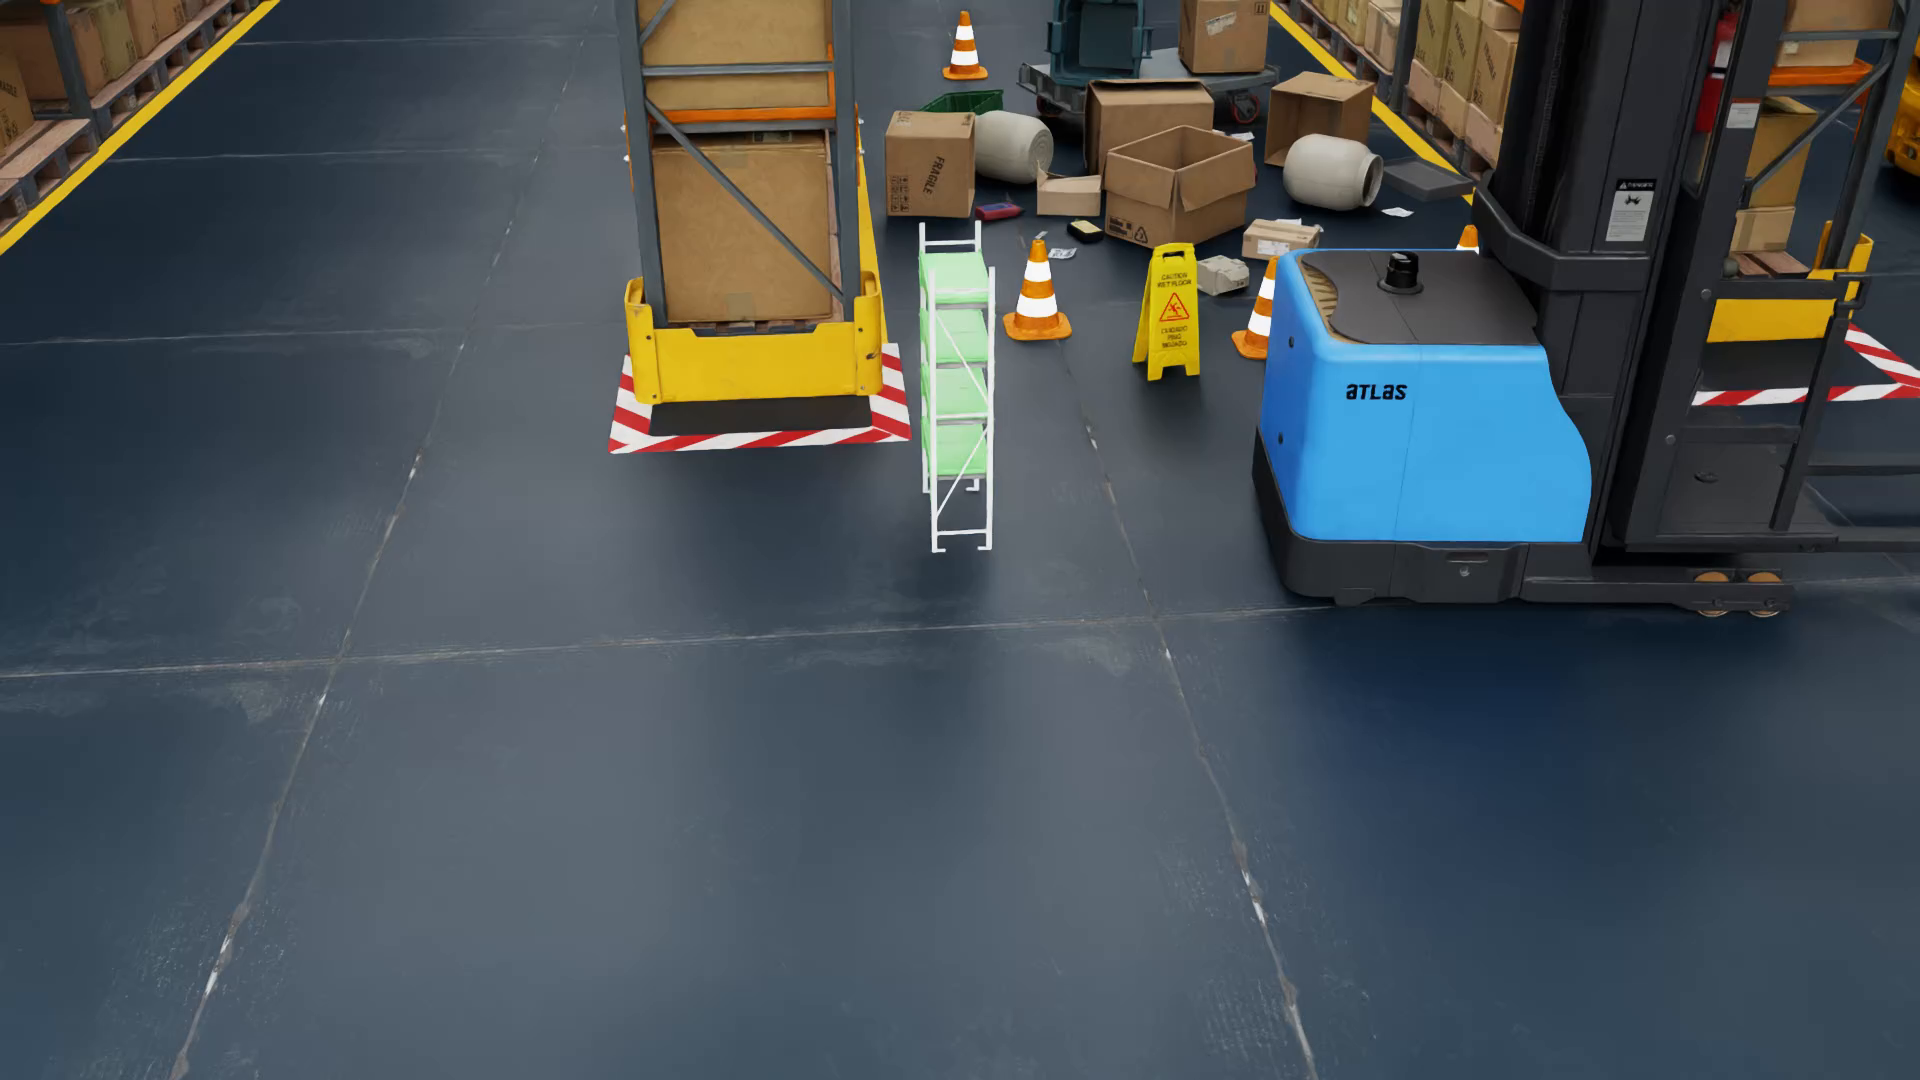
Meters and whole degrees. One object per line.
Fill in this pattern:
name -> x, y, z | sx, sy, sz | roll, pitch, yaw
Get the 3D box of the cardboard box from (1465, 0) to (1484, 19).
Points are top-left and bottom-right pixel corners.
cardboard box -> 3.368, -3.339, 10.323 | 0.380, 0.149, 0.250 | -2, 31, -3

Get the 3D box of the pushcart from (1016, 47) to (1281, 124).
pushcart -> 1.314, -3.121, 11.608 | 1.648, 0.377, 0.936 | -14, 33, -22

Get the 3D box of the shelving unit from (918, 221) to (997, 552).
shelving unit -> -0.015, -0.600, 6.584 | 0.258, 1.200, 0.503 | -3, 31, -5

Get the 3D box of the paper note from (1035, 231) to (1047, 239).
paper note -> 0.475, -1.785, 9.729 | 0.032, 0.001, 0.123 | 13, 33, 21

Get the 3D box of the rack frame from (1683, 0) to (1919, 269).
rack frame -> 3.953, -2.340, 7.742 | 1.000, 3.000, 0.127 | -3, 31, -5

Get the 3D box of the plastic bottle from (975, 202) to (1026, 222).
plastic bottle -> 0.246, -1.981, 10.006 | 0.283, 0.061, 0.133 | -14, 33, -22

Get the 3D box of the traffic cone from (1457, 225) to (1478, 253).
traffic cone -> 2.629, -1.408, 8.657 | 0.336, 0.463, 0.334 | -3, 31, -5

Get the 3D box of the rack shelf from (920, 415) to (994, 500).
rack shelf -> -0.015, -0.339, 6.740 | 0.258, 0.148, 0.480 | -3, 31, -5

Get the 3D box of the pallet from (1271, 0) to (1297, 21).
pallet -> 3.277, -4.828, 14.627 | 1.003, 0.211, 1.213 | -3, 31, -5

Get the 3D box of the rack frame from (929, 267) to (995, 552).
rack frame -> 0.007, -0.475, 6.375 | 0.240, 1.200, 0.015 | -3, 31, -5

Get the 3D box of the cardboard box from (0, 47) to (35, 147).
cardboard box -> -6.289, -2.808, 10.554 | 0.500, 0.500, 0.500 | -4, 31, -6

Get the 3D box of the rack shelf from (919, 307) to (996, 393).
rack shelf -> -0.015, -0.751, 6.494 | 0.258, 0.148, 0.480 | -3, 31, -5

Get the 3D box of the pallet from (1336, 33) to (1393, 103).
pallet -> 3.505, -3.582, 12.541 | 1.003, 0.211, 1.213 | -3, 31, -5

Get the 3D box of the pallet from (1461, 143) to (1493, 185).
pallet -> 3.795, -2.219, 10.260 | 1.003, 0.211, 1.213 | -3, 31, -5

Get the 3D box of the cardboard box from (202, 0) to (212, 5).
cardboard box -> -6.578, -4.724, 13.742 | 0.700, 0.500, 0.500 | -4, 31, -7

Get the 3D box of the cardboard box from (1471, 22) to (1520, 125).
cardboard box -> 3.474, -2.852, 10.140 | 0.500, 0.500, 0.500 | -1, 31, -2

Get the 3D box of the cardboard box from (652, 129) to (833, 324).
cardboard box -> -1.095, -1.662, 8.270 | 0.875, 0.875, 0.875 | -3, 31, -4

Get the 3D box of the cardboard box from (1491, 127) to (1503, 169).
cardboard box -> 3.515, -2.271, 9.899 | 0.500, 0.250, 0.500 | -4, 31, -6

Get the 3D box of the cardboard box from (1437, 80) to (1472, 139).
cardboard box -> 3.427, -2.796, 10.777 | 0.500, 0.250, 0.500 | -1, 31, -2

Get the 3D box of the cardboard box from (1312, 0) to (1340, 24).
cardboard box -> 3.391, -4.424, 13.384 | 0.950, 0.372, 0.625 | -2, 31, -3

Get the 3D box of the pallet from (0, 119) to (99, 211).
pallet -> -6.189, -2.369, 10.510 | 1.003, 0.211, 1.213 | -3, 31, -5

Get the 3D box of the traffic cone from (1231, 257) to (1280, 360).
traffic cone -> 1.555, -1.182, 8.277 | 0.336, 0.463, 0.334 | -3, 31, -5

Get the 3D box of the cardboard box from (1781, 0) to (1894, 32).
cardboard box -> 4.185, -2.765, 8.067 | 0.500, 0.500, 0.500 | -3, 31, -5

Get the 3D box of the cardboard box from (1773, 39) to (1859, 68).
cardboard box -> 4.128, -2.415, 8.113 | 0.380, 0.149, 0.250 | -3, 31, -4

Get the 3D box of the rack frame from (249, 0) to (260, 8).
rack frame -> -6.661, -5.949, 13.785 | 1.000, 3.000, 0.127 | -3, 31, -5

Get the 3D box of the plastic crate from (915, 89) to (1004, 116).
plastic crate -> -0.019, -2.885, 11.340 | 0.450, 0.188, 0.662 | 4, 30, 26

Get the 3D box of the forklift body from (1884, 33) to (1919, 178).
forklift body -> 6.901, -3.096, 9.835 | 2.313, 2.155, 1.214 | -3, 31, -5

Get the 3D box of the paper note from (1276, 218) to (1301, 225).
paper note -> 1.953, -1.888, 9.893 | 0.148, 0.019, 0.142 | 8, 32, 13

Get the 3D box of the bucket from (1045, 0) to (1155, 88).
bucket -> 0.969, -3.381, 11.196 | 0.726, 0.611, 0.620 | 8, 22, 13

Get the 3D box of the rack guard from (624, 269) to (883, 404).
rack guard -> -0.963, -0.966, 7.879 | 1.175, 0.500, 0.348 | -3, 31, -5

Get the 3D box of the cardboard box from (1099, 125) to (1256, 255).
cardboard box -> 1.269, -2.043, 9.680 | 0.637, 0.503, 0.797 | 27, 40, 37

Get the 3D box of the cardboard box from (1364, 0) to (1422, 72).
cardboard box -> 3.528, -3.702, 12.175 | 0.950, 0.372, 0.625 | -2, 31, -4

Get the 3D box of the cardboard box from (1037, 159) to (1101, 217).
cardboard box -> 0.655, -2.130, 10.057 | 0.396, 0.266, 0.258 | 2, 31, 4

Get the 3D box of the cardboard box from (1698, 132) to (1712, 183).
cardboard box -> 3.619, -2.058, 8.811 | 0.500, 0.500, 0.500 | -3, 31, -4

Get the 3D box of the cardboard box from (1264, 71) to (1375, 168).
cardboard box -> 2.325, -2.698, 10.776 | 0.500, 0.500, 0.500 | 20, 36, 29

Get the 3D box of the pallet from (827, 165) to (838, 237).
pallet -> -1.229, -1.880, 9.691 | 1.003, 0.211, 1.213 | -3, 31, -5

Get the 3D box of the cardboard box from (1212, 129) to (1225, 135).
cardboard box -> 1.519, -2.689, 10.994 | 0.396, 0.266, 0.258 | 27, 40, 37

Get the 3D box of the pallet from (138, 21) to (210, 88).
pallet -> -6.478, -3.732, 12.792 | 1.003, 0.211, 1.213 | -3, 31, -5

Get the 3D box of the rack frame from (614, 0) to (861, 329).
rack frame -> -0.966, -2.051, 7.259 | 1.000, 3.000, 0.127 | -3, 31, -5

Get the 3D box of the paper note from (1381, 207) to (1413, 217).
paper note -> 2.645, -1.986, 10.045 | 0.142, 0.019, 0.148 | -14, 33, -22

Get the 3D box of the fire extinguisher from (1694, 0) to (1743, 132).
fire extinguisher -> 3.505, -2.226, 7.627 | 0.296, 0.674, 0.183 | -3, 31, -5

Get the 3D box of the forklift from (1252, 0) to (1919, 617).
forklift -> 2.750, -1.243, 5.973 | 3.031, 2.935, 1.130 | 0, 31, 1

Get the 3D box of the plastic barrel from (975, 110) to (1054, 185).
plastic barrel -> 0.294, -2.481, 10.492 | 0.512, 0.421, 0.421 | 20, 36, 29

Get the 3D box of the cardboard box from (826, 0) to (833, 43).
cardboard box -> -1.046, -2.874, 8.491 | 0.875, 0.550, 0.550 | -3, 31, -5

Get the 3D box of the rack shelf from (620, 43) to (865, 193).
rack shelf -> -1.152, -2.763, 9.153 | 1.077, 0.370, 4.000 | -3, 31, -5

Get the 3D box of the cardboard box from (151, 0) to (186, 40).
cardboard box -> -6.454, -4.152, 12.785 | 0.700, 0.500, 0.500 | 0, 31, 0

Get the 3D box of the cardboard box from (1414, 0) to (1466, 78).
cardboard box -> 3.366, -3.390, 11.040 | 0.500, 0.500, 0.500 | -1, 31, -2

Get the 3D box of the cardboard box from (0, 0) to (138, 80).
cardboard box -> -6.349, -3.582, 11.830 | 0.700, 0.500, 0.500 | -3, 31, -5
